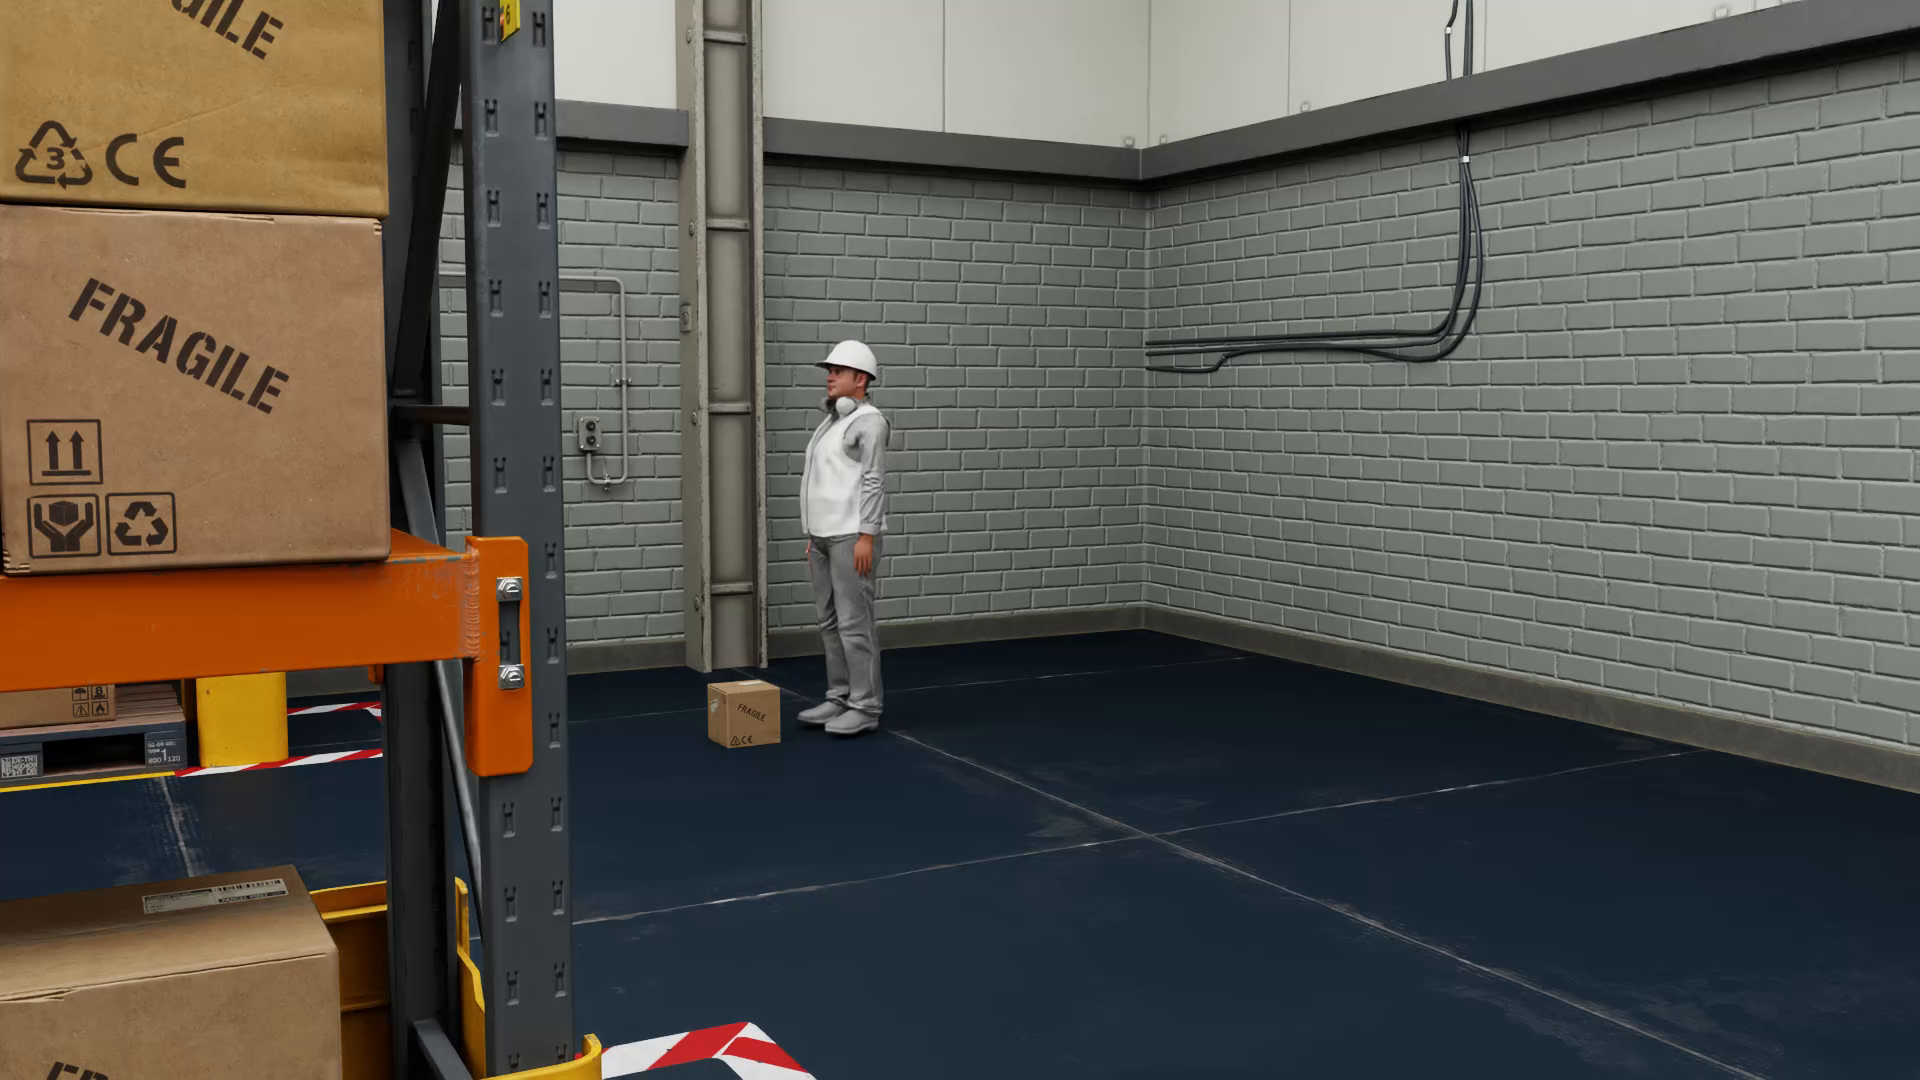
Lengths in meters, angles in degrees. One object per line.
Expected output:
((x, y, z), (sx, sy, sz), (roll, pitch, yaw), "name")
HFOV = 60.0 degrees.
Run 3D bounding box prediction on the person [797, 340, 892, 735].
((-0.532, -0.021, 7.601), (0.357, 1.773, 0.533), (-3, 6, -27), "person")
